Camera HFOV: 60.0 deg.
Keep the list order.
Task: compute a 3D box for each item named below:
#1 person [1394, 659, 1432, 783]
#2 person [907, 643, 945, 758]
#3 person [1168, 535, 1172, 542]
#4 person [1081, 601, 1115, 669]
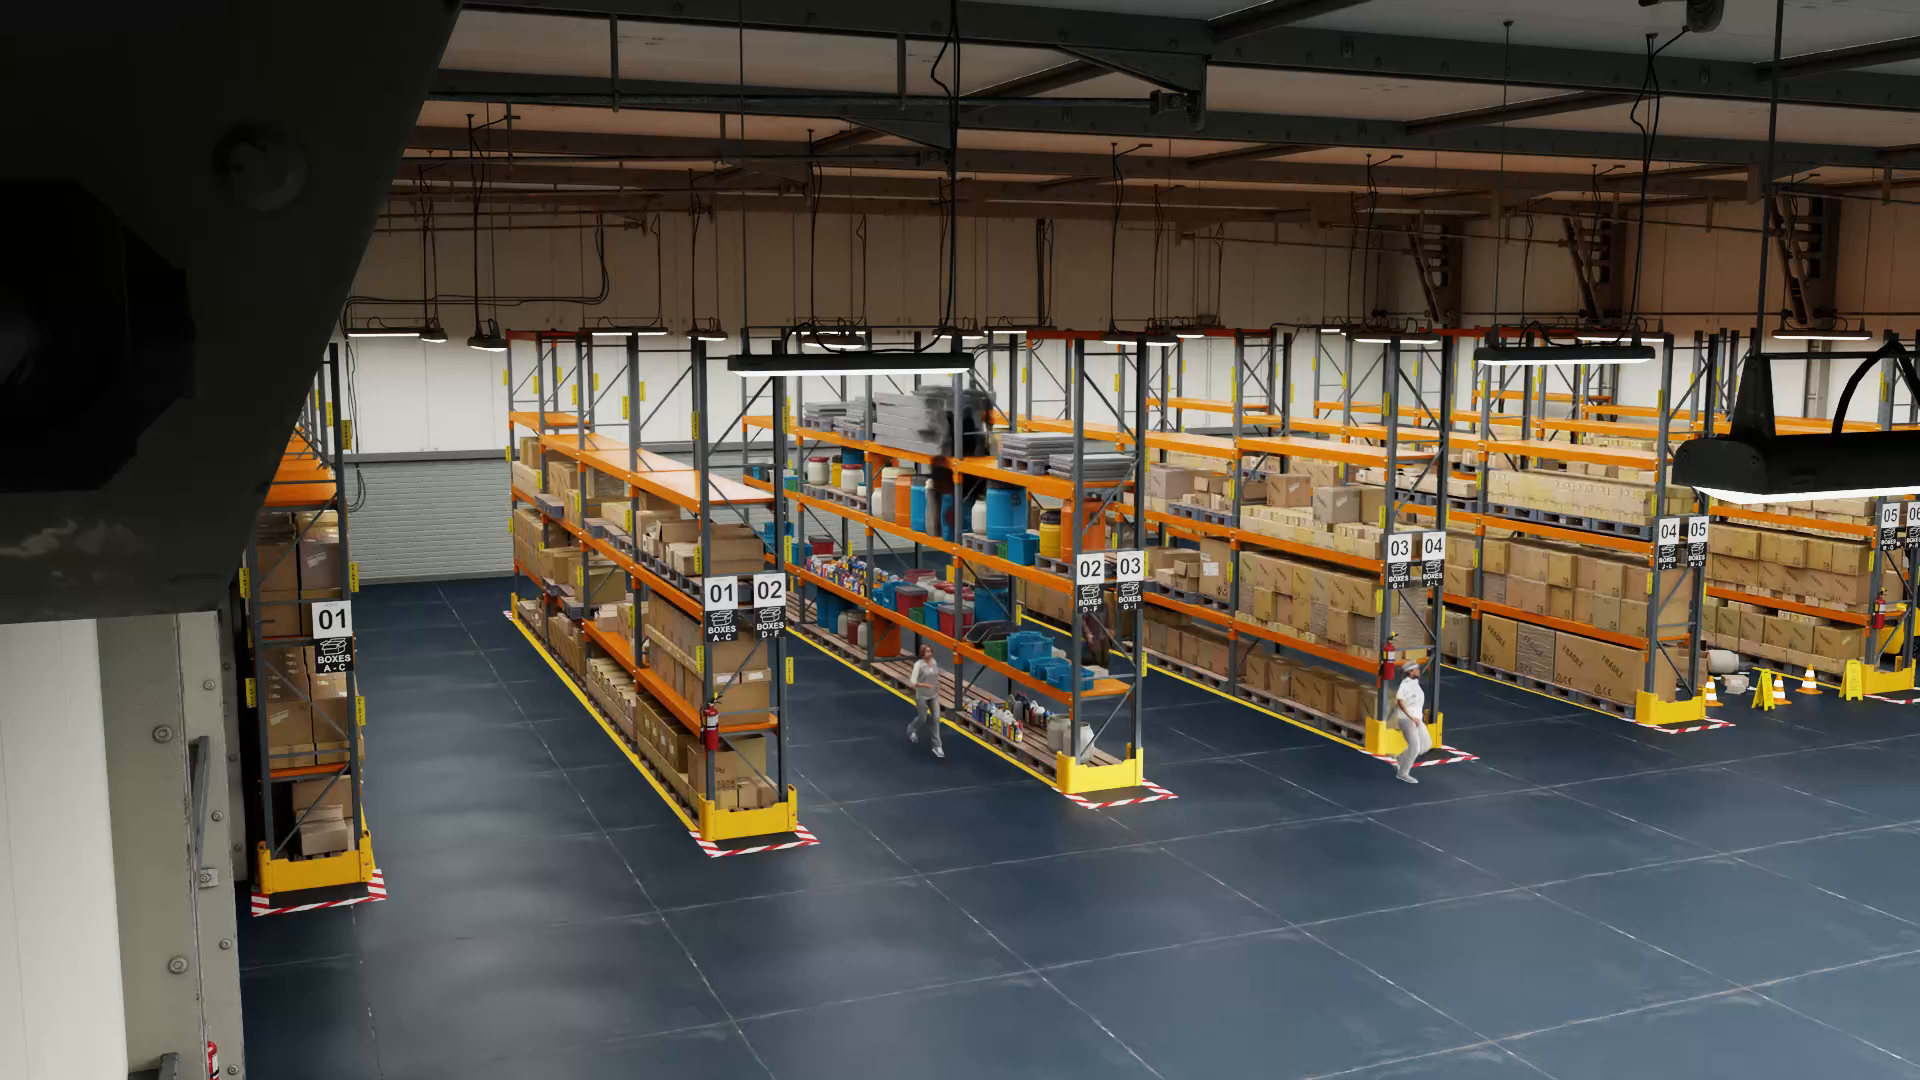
[{"bbox_3d":[6.199,2.455,22.672,0.487,1.656,0.637,5,9,35],"label":"person"},{"bbox_3d":[-0.496,2.278,24.006,0.538,1.605,0.877,-5,9,-32],"label":"person"},{"bbox_3d":[5.139,-0.174,41.703,0.689,1.765,0.642,-5,9,-30],"label":"person"},{"bbox_3d":[2.280,1.640,28.305,0.695,1.727,0.672,-6,10,-35],"label":"person"}]
